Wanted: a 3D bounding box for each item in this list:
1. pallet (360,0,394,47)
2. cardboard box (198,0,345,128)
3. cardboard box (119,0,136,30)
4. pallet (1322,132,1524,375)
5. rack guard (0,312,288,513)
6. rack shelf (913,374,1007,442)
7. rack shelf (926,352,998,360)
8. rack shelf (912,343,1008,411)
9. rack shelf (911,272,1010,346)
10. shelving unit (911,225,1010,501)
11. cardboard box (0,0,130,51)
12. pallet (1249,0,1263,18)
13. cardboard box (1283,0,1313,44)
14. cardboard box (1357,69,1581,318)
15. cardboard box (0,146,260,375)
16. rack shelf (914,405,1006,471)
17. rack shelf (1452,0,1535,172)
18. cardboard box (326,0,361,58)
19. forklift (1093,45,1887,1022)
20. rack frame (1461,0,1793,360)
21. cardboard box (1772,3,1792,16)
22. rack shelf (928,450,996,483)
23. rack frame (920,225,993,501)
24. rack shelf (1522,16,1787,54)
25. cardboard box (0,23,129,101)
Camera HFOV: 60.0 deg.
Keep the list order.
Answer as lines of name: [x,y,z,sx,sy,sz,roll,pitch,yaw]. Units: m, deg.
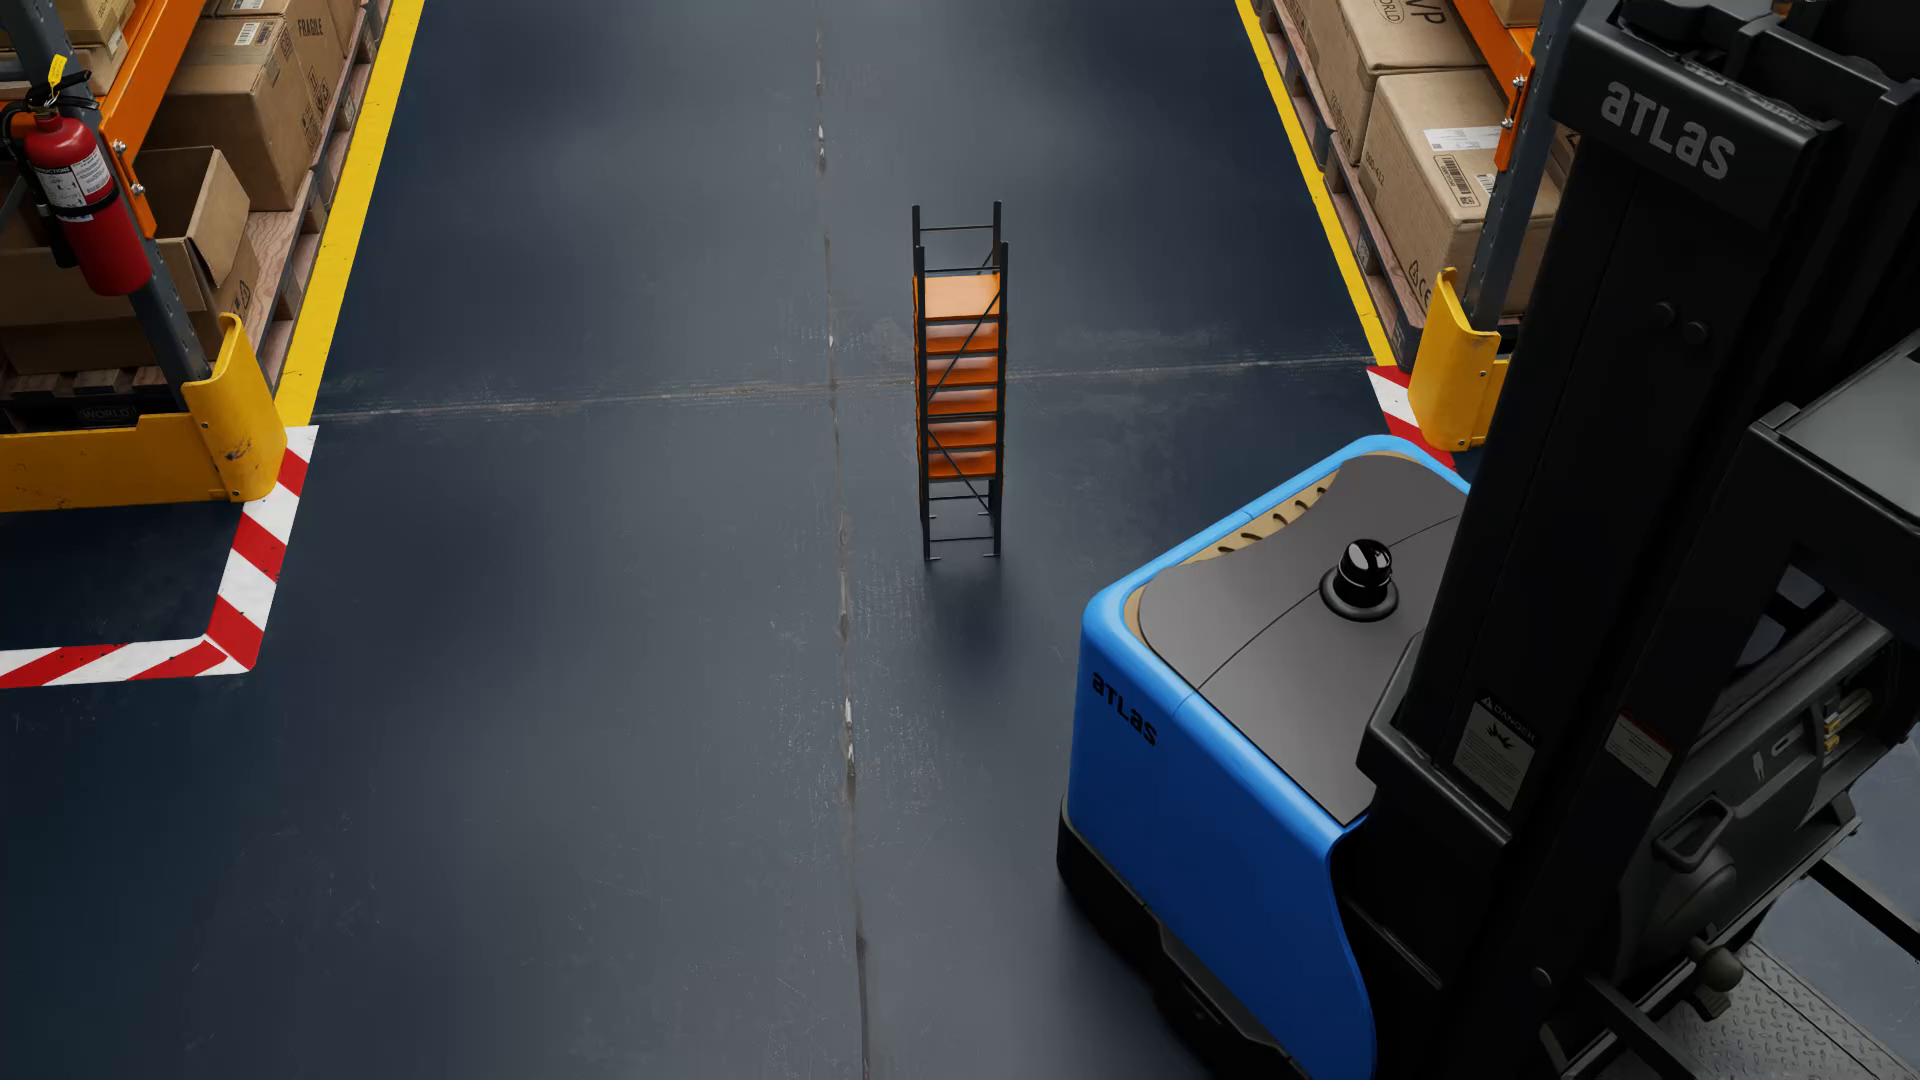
pallet: [-3.096,-2.632,7.598,1.003,0.211,1.213,-3,47,-3]
cardboard box: [-2.752,-1.936,6.450,0.500,0.500,0.500,-3,47,-3]
cardboard box: [-2.639,-1.543,4.819,0.380,0.149,0.250,-2,47,-2]
pallet: [1.984,-1.113,6.159,1.003,0.211,1.213,-3,47,-3]
rack guard: [-2.824,-0.389,5.274,1.175,0.500,0.348,-3,47,-3]
rack shelf: [-0.001,-0.392,4.857,0.258,0.103,0.180,-3,47,-3]
rack shelf: [-0.001,-0.571,4.668,0.199,0.020,0.166,-3,47,-3]
rack shelf: [-0.001,-0.475,4.769,0.258,0.103,0.180,-3,47,-3]
rack shelf: [-0.001,-0.640,4.595,0.258,0.103,0.180,-3,47,-3]
shelving unit: [-0.001,-0.424,4.825,0.258,1.046,0.183,-3,47,-3]
cardboard box: [-2.587,-1.589,4.588,0.500,0.250,0.500,-3,47,-3]
pallet: [1.779,-2.879,7.831,1.003,0.211,1.213,-3,47,-3]
cardboard box: [1.815,-2.547,7.072,0.875,0.438,0.875,-5,47,-4]
cardboard box: [1.974,-1.233,5.827,0.875,0.438,0.875,-5,47,-5]
cardboard box: [-2.774,-0.928,5.493,0.797,0.503,0.637,-5,47,-5]
rack shelf: [-0.001,-0.310,4.944,0.258,0.103,0.180,-3,47,-3]
rack shelf: [1.961,-2.698,6.235,1.077,0.370,4.000,-3,47,-3]
cardboard box: [-2.894,-2.299,6.794,0.700,0.500,0.500,-5,47,-5]
forklift: [15.166,-5.532,4.291,29.450,9.000,10.535,-29,53,-24]
rack frame: [2.128,-1.498,4.603,1.000,3.000,0.127,-3,47,-3]
cardboard box: [2.374,-1.897,4.912,0.500,0.500,0.500,-4,47,-4]
rack shelf: [-0.001,-0.246,5.011,0.221,0.034,0.171,-3,47,-3]
rack frame: [-0.010,-0.489,4.887,0.228,1.046,0.002,-3,47,-3]
rack shelf: [4.423,-4.580,4.622,5.869,4.714,3.910,-3,47,-3]
cardboard box: [-2.572,-1.362,4.647,0.380,0.149,0.250,-4,47,-4]
